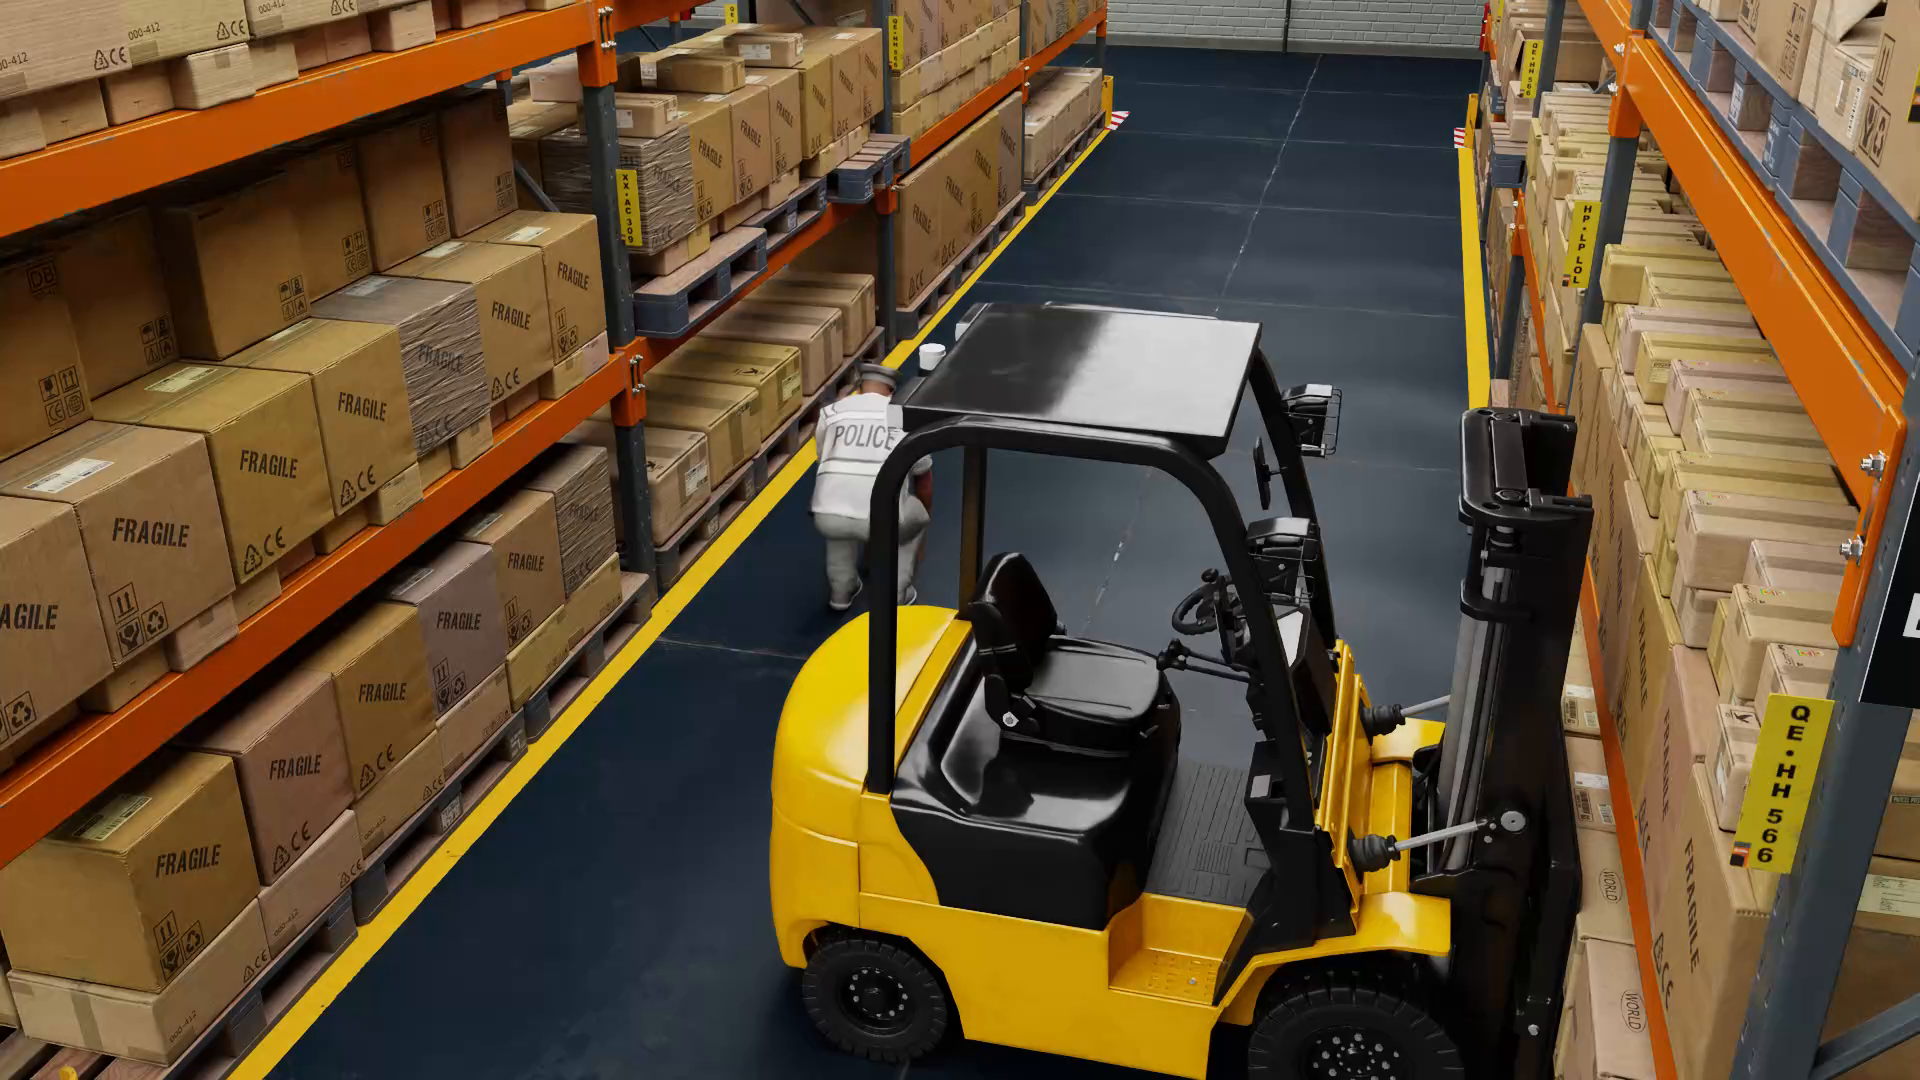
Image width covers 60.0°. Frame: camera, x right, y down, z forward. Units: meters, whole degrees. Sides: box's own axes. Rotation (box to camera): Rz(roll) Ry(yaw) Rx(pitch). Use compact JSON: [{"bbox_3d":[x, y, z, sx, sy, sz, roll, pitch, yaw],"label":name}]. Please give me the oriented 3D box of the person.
[{"bbox_3d":[-0.440,-0.230,7.895,0.572,1.072,0.933,6,26,12],"label":"person"}]
